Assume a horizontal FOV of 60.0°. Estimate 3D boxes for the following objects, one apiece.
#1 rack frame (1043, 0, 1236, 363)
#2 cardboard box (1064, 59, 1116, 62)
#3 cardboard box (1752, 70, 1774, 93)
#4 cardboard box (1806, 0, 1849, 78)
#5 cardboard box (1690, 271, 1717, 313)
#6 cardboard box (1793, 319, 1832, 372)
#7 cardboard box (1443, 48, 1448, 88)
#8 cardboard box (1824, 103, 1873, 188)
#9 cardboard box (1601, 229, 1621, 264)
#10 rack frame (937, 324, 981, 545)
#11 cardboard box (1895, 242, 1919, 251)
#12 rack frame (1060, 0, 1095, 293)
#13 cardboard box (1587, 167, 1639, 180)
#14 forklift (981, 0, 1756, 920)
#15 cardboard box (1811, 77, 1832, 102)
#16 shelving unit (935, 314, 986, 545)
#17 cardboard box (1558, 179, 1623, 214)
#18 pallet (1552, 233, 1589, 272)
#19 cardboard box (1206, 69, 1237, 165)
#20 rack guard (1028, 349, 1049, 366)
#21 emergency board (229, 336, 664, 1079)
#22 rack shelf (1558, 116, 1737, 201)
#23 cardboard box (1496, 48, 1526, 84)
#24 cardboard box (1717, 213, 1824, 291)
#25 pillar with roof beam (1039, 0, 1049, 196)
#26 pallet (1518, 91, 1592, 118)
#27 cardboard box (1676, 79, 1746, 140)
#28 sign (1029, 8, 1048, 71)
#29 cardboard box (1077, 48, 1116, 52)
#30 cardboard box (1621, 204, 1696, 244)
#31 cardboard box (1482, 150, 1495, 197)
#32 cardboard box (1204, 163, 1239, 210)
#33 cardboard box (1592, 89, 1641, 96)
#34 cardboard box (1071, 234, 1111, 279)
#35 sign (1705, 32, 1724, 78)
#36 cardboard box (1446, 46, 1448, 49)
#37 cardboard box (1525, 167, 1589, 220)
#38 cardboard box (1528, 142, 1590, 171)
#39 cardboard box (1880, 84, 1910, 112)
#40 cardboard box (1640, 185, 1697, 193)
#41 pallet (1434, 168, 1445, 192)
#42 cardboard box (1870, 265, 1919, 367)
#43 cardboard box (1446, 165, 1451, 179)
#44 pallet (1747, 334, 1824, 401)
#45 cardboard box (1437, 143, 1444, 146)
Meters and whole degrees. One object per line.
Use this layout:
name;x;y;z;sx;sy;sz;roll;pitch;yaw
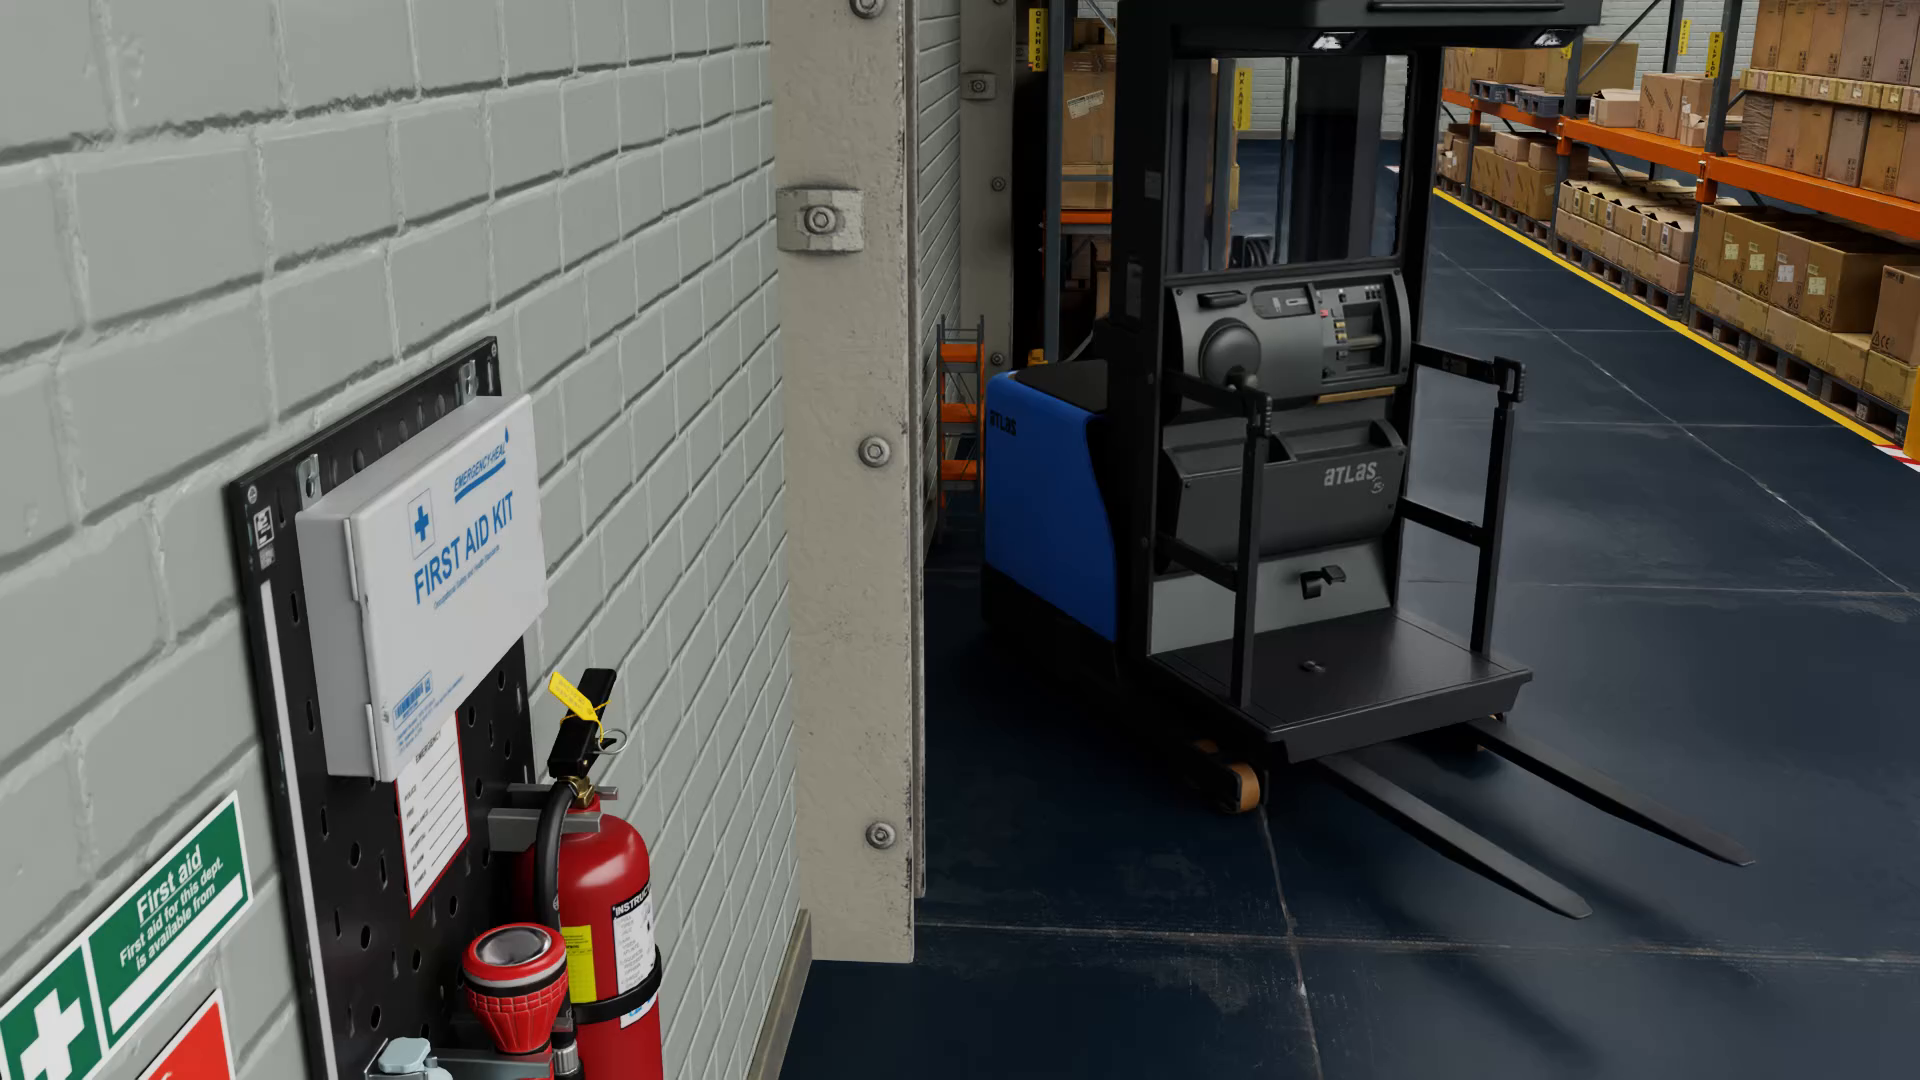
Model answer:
rack frame;0.975;-1.982;9.156;1.000;3.000;0.127;1;18;4
cardboard box;0.911;-2.901;10.965;0.500;0.500;0.500;2;18;5
cardboard box;5.972;-3.314;12.017;0.380;0.149;0.250;2;18;5
cardboard box;6.106;-3.329;11.021;0.700;0.500;0.500;1;18;4
cardboard box;5.867;-1.871;12.557;0.500;0.250;0.500;1;18;4
cardboard box;5.718;-1.250;10.662;0.500;0.250;0.500;1;18;4
cardboard box;6.660;-6.287;22.131;0.500;0.500;0.500;2;18;5
cardboard box;6.070;-2.546;10.716;0.700;0.500;0.500;2;18;6
cardboard box;6.055;-2.617;14.835;0.500;0.250;0.500;2;18;5
rack frame;-0.005;-0.478;7.695;0.200;1.050;0.008;1;18;4
cardboard box;6.233;-1.595;10.510;0.500;0.500;0.500;1;18;4
rack frame;1.261;-3.225;12.947;1.000;3.000;0.127;1;18;4
cardboard box;6.839;-3.677;17.634;0.500;0.500;0.500;1;18;2
forklift;1.197;-0.681;5.293;1.130;2.935;3.031;-9;20;-25
cardboard box;5.902;-2.992;11.034;0.380;0.149;0.250;1;18;2
shelving unit;0.004;-0.516;7.810;0.215;1.050;0.252;1;18;4
cardboard box;6.159;-3.361;16.204;0.500;0.311;0.500;2;18;6
pallet;6.392;-2.778;16.061;1.003;0.211;1.213;1;18;4
cardboard box;1.309;-2.419;9.491;0.500;0.500;0.500;1;18;4
rack guard;0.980;-0.818;9.617;1.175;0.500;0.348;1;18;4
emergency board;-0.483;0.411;1.852;0.194;1.169;0.643;1;18;4
rack shelf;6.346;-3.395;14.621;1.077;0.370;4.000;1;18;4
cardboard box;6.533;-5.490;19.025;0.700;0.500;0.500;4;19;13
cardboard box;5.829;-2.072;11.967;0.500;0.500;0.500;1;18;4
pillar with roof beam;5.316;-8.701;20.025;9.100;9.000;0.400;1;18;4
pallet;6.468;-4.479;17.082;1.213;0.211;1.003;1;18;4
cardboard box;6.312;-3.565;13.824;0.500;0.500;0.500;3;18;8
sign;0.423;-2.701;8.983;0.100;0.325;0.005;1;18;4
cardboard box;1.395;-4.017;14.499;0.700;0.500;0.500;4;19;11
cardboard box;6.015;-2.724;14.259;0.500;0.311;0.500;1;18;4
cardboard box;6.471;-4.310;19.569;0.500;0.500;0.500;2;18;5
cardboard box;1.326;-2.065;9.617;0.500;0.250;0.500;1;18;2
cardboard box;6.420;-4.203;16.077;0.500;0.311;0.500;2;18;7
cardboard box;1.298;-2.475;13.967;0.700;0.500;0.500;2;18;6
sign;5.661;-3.637;12.473;0.100;0.325;0.005;1;18;4
cardboard box;6.662;-6.757;21.962;0.500;0.500;0.500;1;18;3
cardboard box;6.322;-3.675;17.628;0.500;0.500;0.500;2;18;6
cardboard box;6.322;-4.049;17.565;0.500;0.250;0.500;2;18;6
cardboard box;5.828;-2.672;10.058;0.380;0.149;0.250;2;18;6
cardboard box;6.667;-3.187;15.674;0.500;0.311;0.500;1;18;3
pallet;6.911;-4.868;22.441;1.003;0.211;1.213;1;18;4
cardboard box;5.658;-1.296;9.597;0.500;0.500;0.500;1;18;4
cardboard box;6.501;-4.755;21.490;0.380;0.149;0.250;1;18;4
pallet;6.019;-1.164;11.137;1.003;0.211;1.213;1;18;4
cardboard box;6.705;-5.427;23.377;0.500;0.250;0.500;1;18;4
